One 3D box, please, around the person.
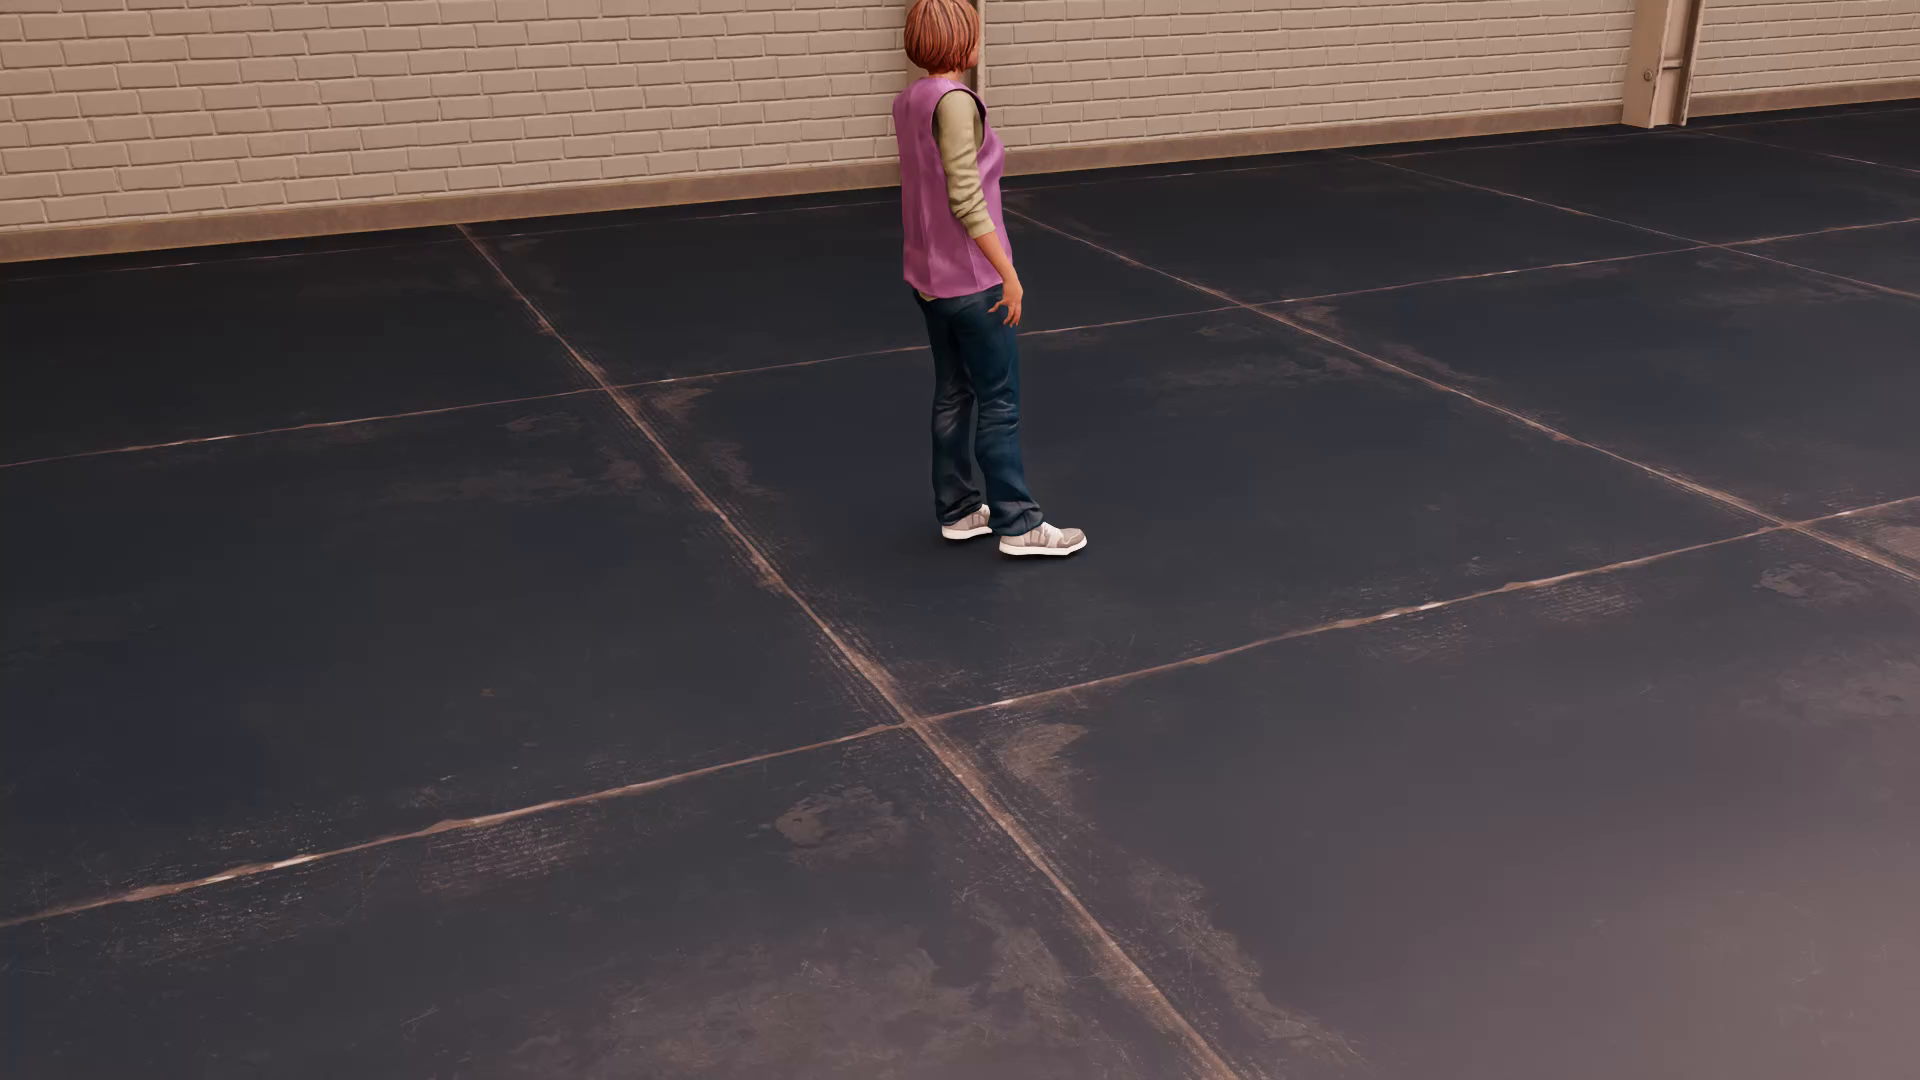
[{"bbox_3d":[0.073,-0.751,4.814,0.476,1.597,0.520,-10,25,-23],"label":"person"}]
